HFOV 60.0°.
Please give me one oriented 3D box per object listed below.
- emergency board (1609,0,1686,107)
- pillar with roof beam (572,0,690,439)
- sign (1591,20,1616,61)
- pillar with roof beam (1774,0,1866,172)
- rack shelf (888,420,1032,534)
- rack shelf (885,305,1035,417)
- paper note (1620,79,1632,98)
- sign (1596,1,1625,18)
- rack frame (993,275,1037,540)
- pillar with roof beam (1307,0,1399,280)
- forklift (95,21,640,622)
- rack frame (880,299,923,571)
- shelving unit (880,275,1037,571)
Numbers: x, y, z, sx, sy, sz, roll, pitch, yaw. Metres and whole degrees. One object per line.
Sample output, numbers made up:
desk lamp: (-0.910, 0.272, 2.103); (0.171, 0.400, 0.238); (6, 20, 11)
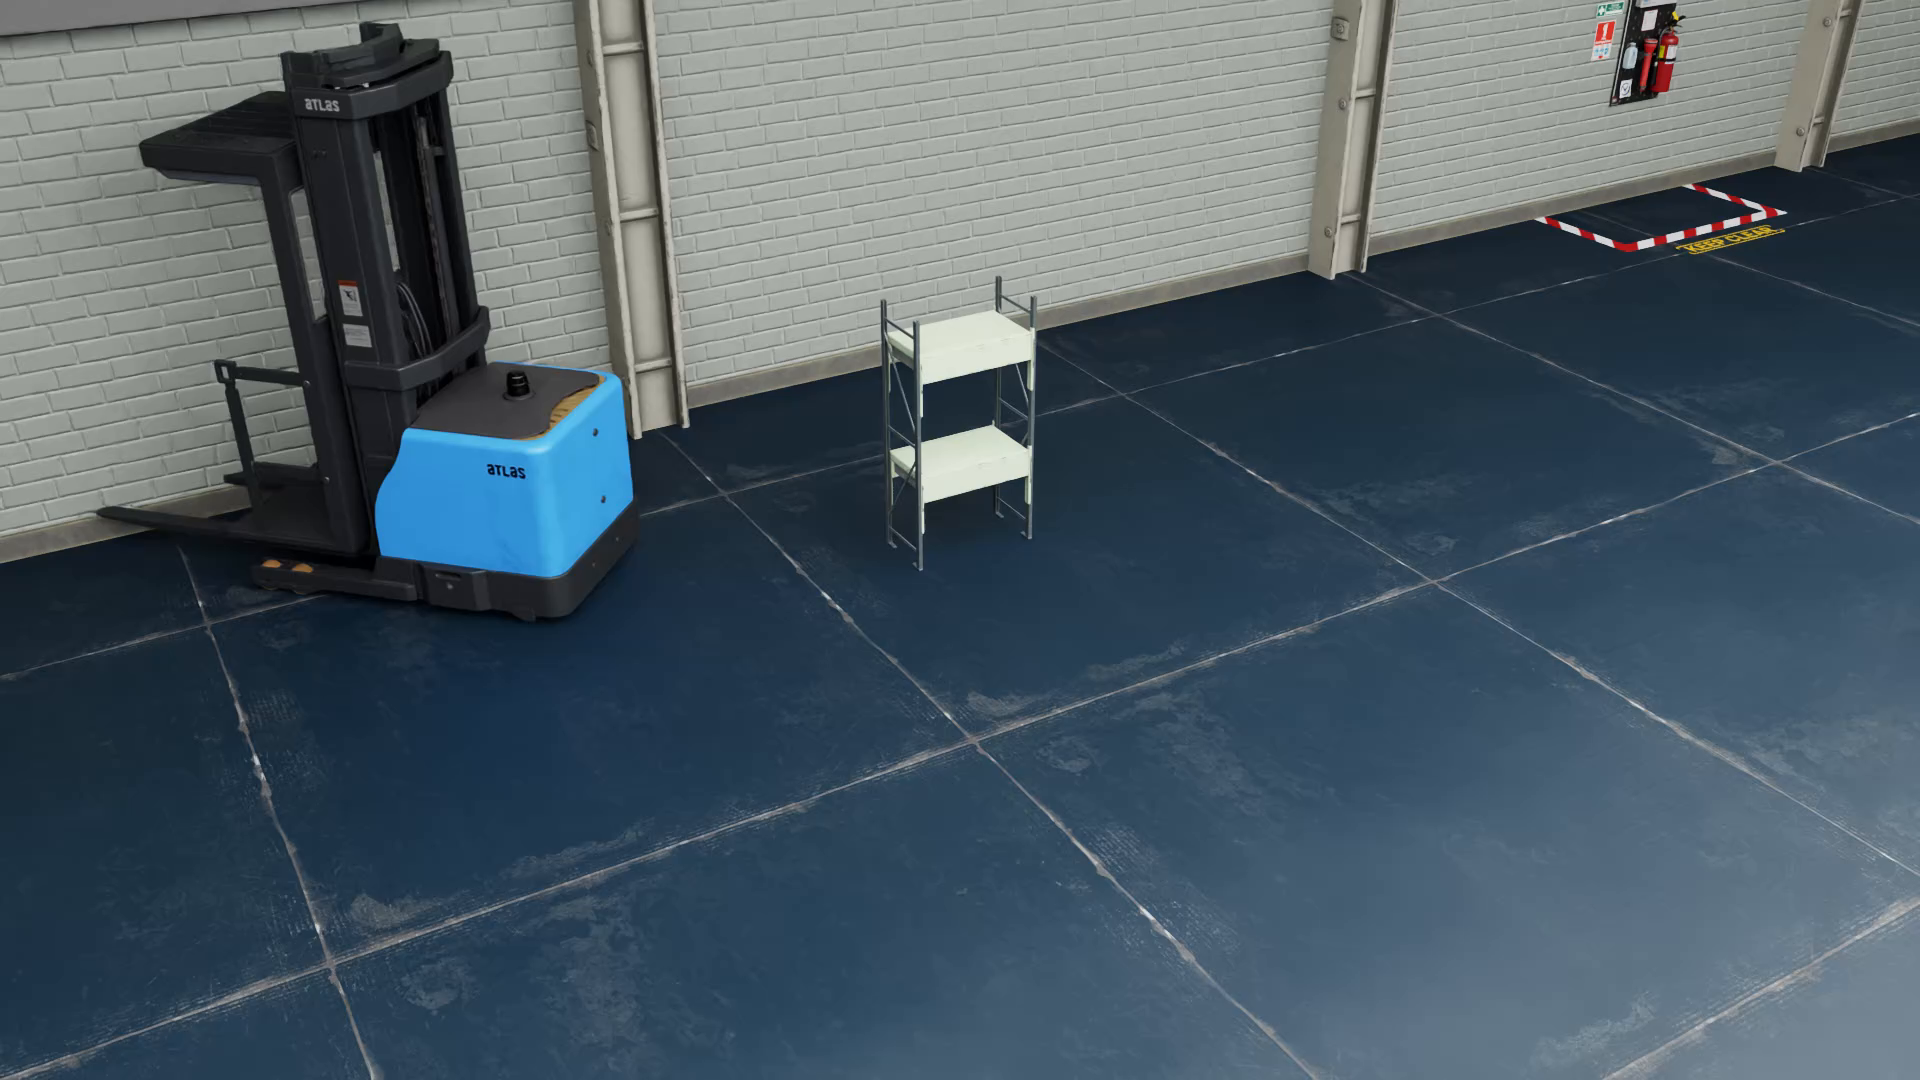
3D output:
emergency board: (6.143, -4.436, 14.683); (0.643, 1.169, 0.194); (-16, 33, -26)
pillar with roof beam: (0.128, -2.920, 5.728); (0.400, 9.000, 9.100); (-16, 33, -26)
sign: (5.614, -4.359, 14.507); (0.234, 0.329, 0.001); (-16, 33, -26)
pillar with roof beam: (10.474, -5.858, 11.051); (0.400, 9.000, 9.100); (-16, 33, -26)
rack shelf: (-0.006, -0.370, 9.542); (0.720, 0.370, 0.431); (-16, 33, -26)
rack shelf: (-0.006, -0.997, 9.196); (0.720, 0.370, 0.431); (-16, 33, -26)
paper note: (5.956, -4.035, 14.869); (0.142, 0.148, 0.016); (-16, 33, -26)
sign: (5.623, -4.588, 14.374); (0.331, 0.109, 0.001); (-16, 33, -26)
rack frame: (0.310, -0.745, 9.547); (0.023, 1.500, 0.400); (-16, 33, -26)
pillar with roof beam: (5.301, -4.389, 8.390); (0.400, 9.000, 9.100); (-16, 33, -26)
forklift: (-3.432, -1.221, 8.928); (3.031, 2.935, 1.130); (7, 30, 12)
rack frame: (-0.321, -0.565, 9.222); (0.023, 1.500, 0.400); (-16, 33, -26)
shelving unit: (-0.006, -0.655, 9.385); (0.755, 1.500, 0.431); (-16, 33, -26)
